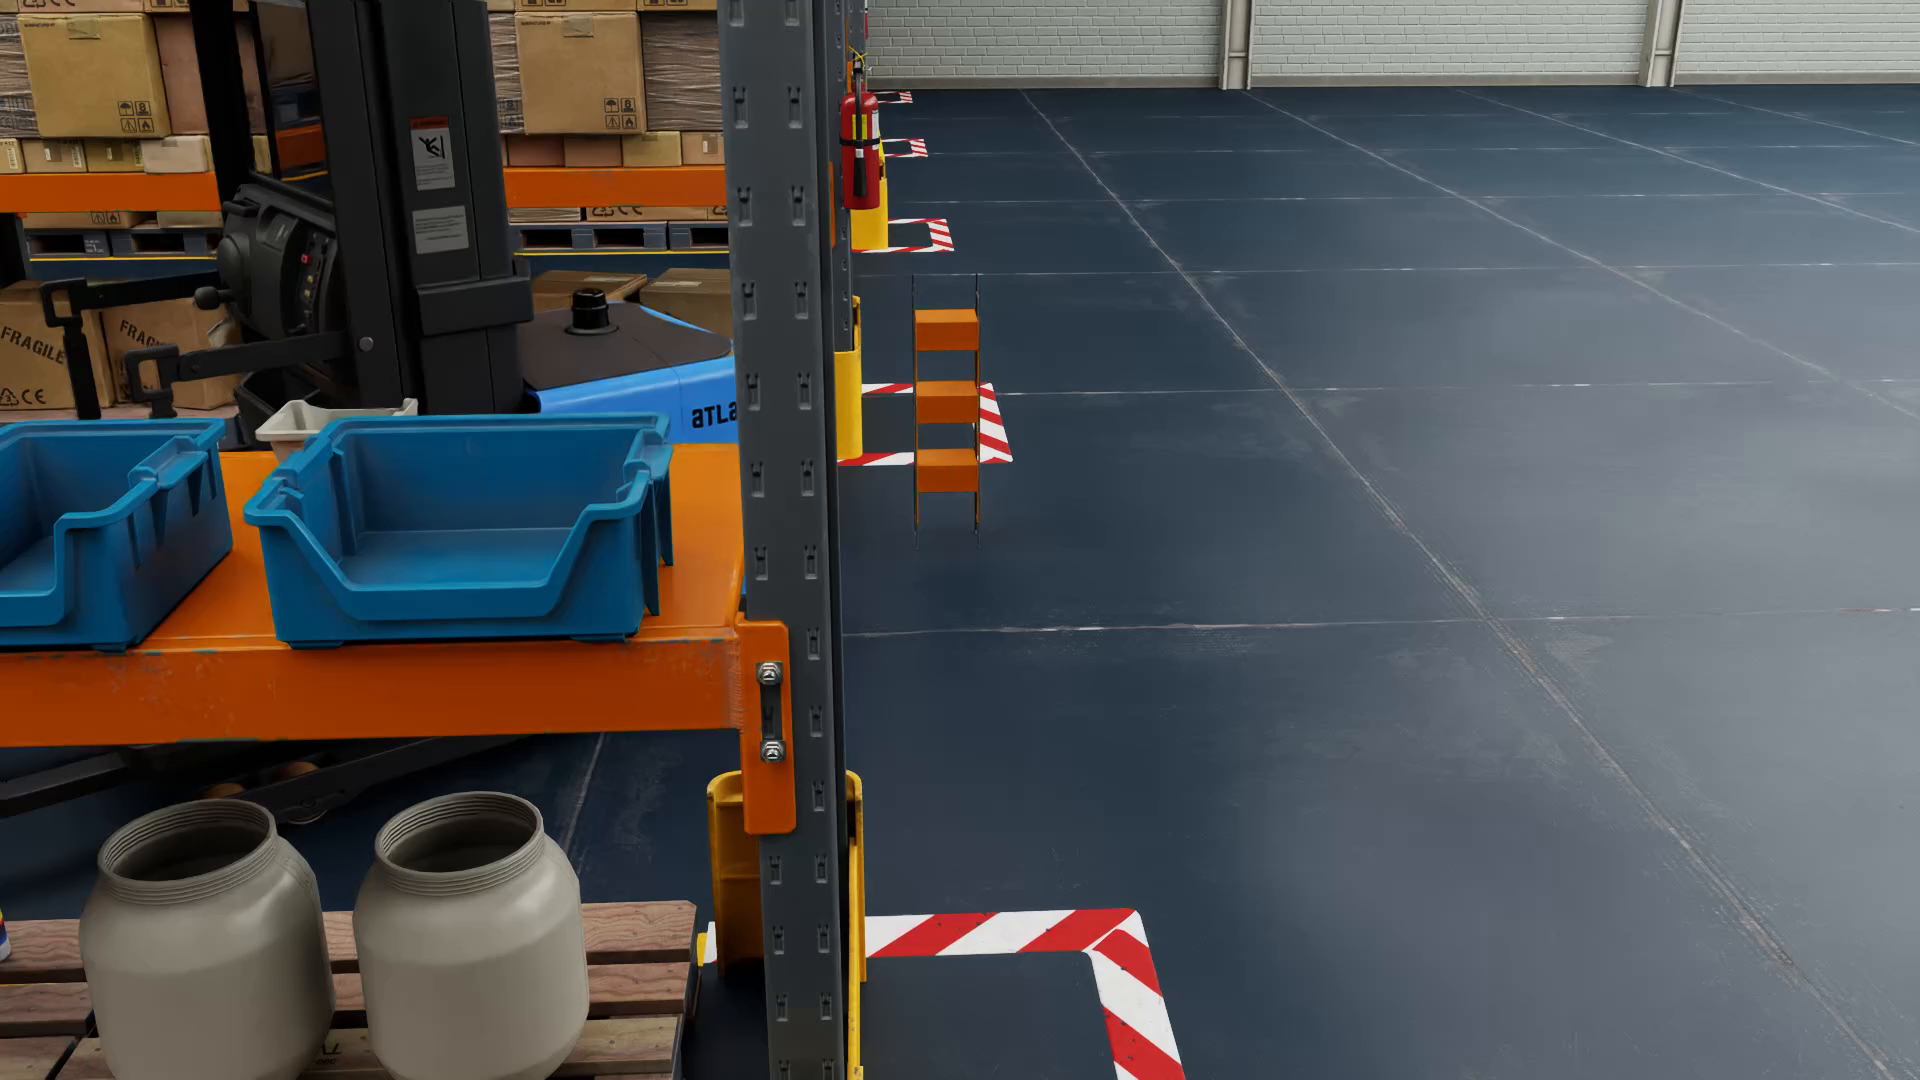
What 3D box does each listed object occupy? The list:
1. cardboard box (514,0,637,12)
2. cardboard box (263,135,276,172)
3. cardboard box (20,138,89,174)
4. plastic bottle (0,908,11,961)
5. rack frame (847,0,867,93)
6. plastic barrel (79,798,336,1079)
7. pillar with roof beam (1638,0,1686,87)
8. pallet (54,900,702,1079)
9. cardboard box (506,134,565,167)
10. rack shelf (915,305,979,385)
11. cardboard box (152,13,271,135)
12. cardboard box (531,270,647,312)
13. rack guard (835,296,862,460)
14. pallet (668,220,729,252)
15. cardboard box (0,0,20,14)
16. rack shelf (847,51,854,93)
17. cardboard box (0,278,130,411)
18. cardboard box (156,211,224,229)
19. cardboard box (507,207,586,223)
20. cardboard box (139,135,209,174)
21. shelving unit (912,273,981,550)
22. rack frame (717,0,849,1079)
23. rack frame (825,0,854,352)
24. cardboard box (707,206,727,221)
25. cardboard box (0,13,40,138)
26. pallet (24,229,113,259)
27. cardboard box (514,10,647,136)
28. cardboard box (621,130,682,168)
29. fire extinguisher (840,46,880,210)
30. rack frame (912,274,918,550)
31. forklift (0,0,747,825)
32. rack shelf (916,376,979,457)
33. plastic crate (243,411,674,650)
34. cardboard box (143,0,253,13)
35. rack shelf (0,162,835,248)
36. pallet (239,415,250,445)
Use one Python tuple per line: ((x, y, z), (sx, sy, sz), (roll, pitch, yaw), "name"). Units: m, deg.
((-1.611, -2.518, 7.054), (0.500, 0.500, 0.500), (-1, 21, -3), "cardboard box")
((-2.842, -1.710, 7.250), (0.250, 0.149, 0.380), (-1, 21, -3), "cardboard box")
((-3.840, -1.690, 7.197), (0.250, 0.149, 0.380), (-1, 21, -3), "cardboard box")
((-2.122, 0.779, 3.575), (0.097, 0.271, 0.097), (0, 21, 0), "plastic bottle")
((-0.759, -3.740, 12.228), (0.127, 3.000, 1.000), (-1, 21, -3), "rack frame")
((-1.447, 0.801, 3.208), (0.421, 0.512, 0.421), (0, 21, 0), "plastic barrel")
((10.050, -9.084, 17.832), (0.400, 9.000, 9.100), (-1, 21, -3), "pillar with roof beam")
((-1.179, 1.120, 3.384), (1.213, 0.211, 1.003), (-1, 21, -3), "pallet")
((-1.849, -1.761, 7.384), (0.250, 0.149, 0.380), (-1, 21, -3), "cardboard box")
((-0.053, -0.745, 6.334), (0.240, 0.259, 0.215), (-1, 21, -3), "rack shelf")
((-3.123, -2.111, 7.392), (0.500, 0.500, 0.875), (-1, 21, -3), "cardboard box")
((-1.796, -0.973, 7.883), (0.500, 0.500, 0.500), (4, 21, 11), "cardboard box")
((-0.653, -0.806, 8.036), (0.348, 0.500, 1.175), (-1, 21, -3), "rack guard")
((-1.553, -2.393, 12.609), (1.213, 0.211, 1.003), (-1, 21, -3), "pallet")
((-4.107, -2.466, 6.920), (0.500, 0.500, 0.500), (-1, 21, -3), "cardboard box")
((-2.756, -3.363, 12.249), (4.000, 0.370, 1.077), (-1, 21, -3), "rack shelf")
((-4.169, -0.917, 7.736), (0.500, 0.500, 0.500), (-2, 21, -5), "cardboard box")
((-5.367, -2.759, 12.223), (0.750, 0.750, 1.050), (-1, 21, -3), "cardboard box")
((-3.221, -2.869, 12.338), (0.875, 0.875, 0.875), (-1, 21, -3), "cardboard box")
((-3.339, -1.689, 7.195), (0.250, 0.149, 0.380), (-1, 21, -3), "cardboard box")
((-0.053, -0.490, 6.431), (0.252, 1.050, 0.215), (-1, 21, -3), "shelving unit")
((-0.294, -0.216, 2.974), (0.127, 3.000, 1.000), (-1, 21, -3), "rack frame")
((-0.577, -1.976, 7.595), (0.127, 3.000, 1.000), (-1, 21, -3), "rack frame")
((-1.433, -2.906, 12.434), (0.875, 0.875, 0.875), (-1, 21, -3), "cardboard box")
((-4.118, -2.068, 7.277), (0.500, 0.500, 0.875), (-1, 21, -3), "cardboard box")
((-6.740, -2.287, 12.332), (1.213, 0.211, 1.003), (-1, 21, -3), "pallet")
((-1.620, -2.107, 7.382), (0.500, 0.500, 0.875), (-1, 21, -3), "cardboard box")
((-1.346, -1.751, 7.358), (0.250, 0.149, 0.380), (-1, 21, -3), "cardboard box")
((-0.436, -1.778, 7.185), (0.183, 0.674, 0.296), (-1, 21, -3), "fire extinguisher")
((-0.175, -0.487, 6.425), (0.008, 1.050, 0.200), (-1, 21, -3), "rack frame")
((-2.047, -0.759, 4.494), (3.031, 2.935, 1.130), (-15, 26, -35), "forklift")
((-0.053, -0.480, 6.435), (0.240, 0.259, 0.215), (-1, 21, -3), "rack shelf")
((-0.777, -0.030, 2.694), (0.616, 0.251, 0.499), (-1, 21, -3), "plastic crate")
((-3.108, -2.487, 6.974), (0.500, 0.500, 0.500), (-1, 21, -3), "cardboard box")
((-2.574, -1.599, 7.616), (4.000, 0.370, 1.077), (-1, 21, -3), "rack shelf")
((-2.681, -0.643, 8.014), (1.213, 0.211, 1.003), (-1, 21, -3), "pallet")
